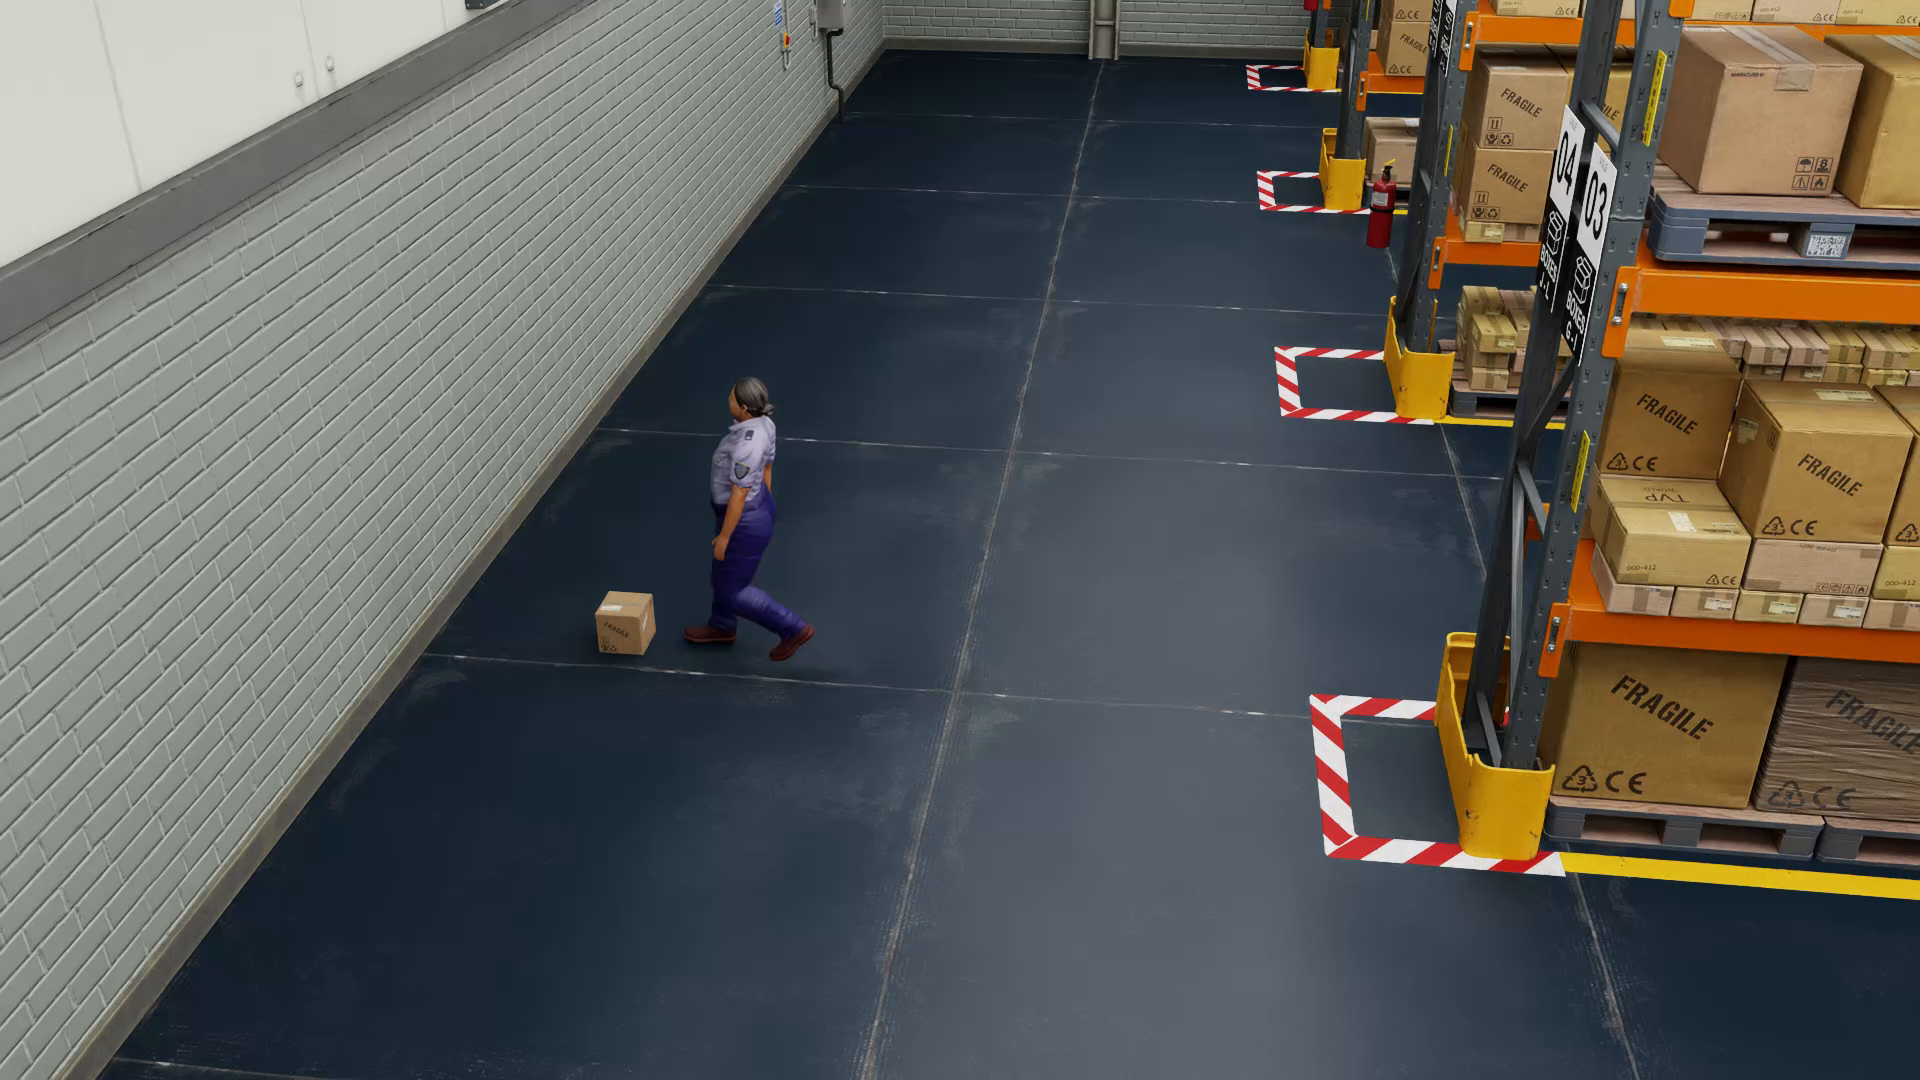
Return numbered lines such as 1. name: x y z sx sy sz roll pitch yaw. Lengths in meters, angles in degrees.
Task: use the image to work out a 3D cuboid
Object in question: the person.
1. person: -1.163 -0.106 8.811 0.776 1.621 0.483 1 29 2
